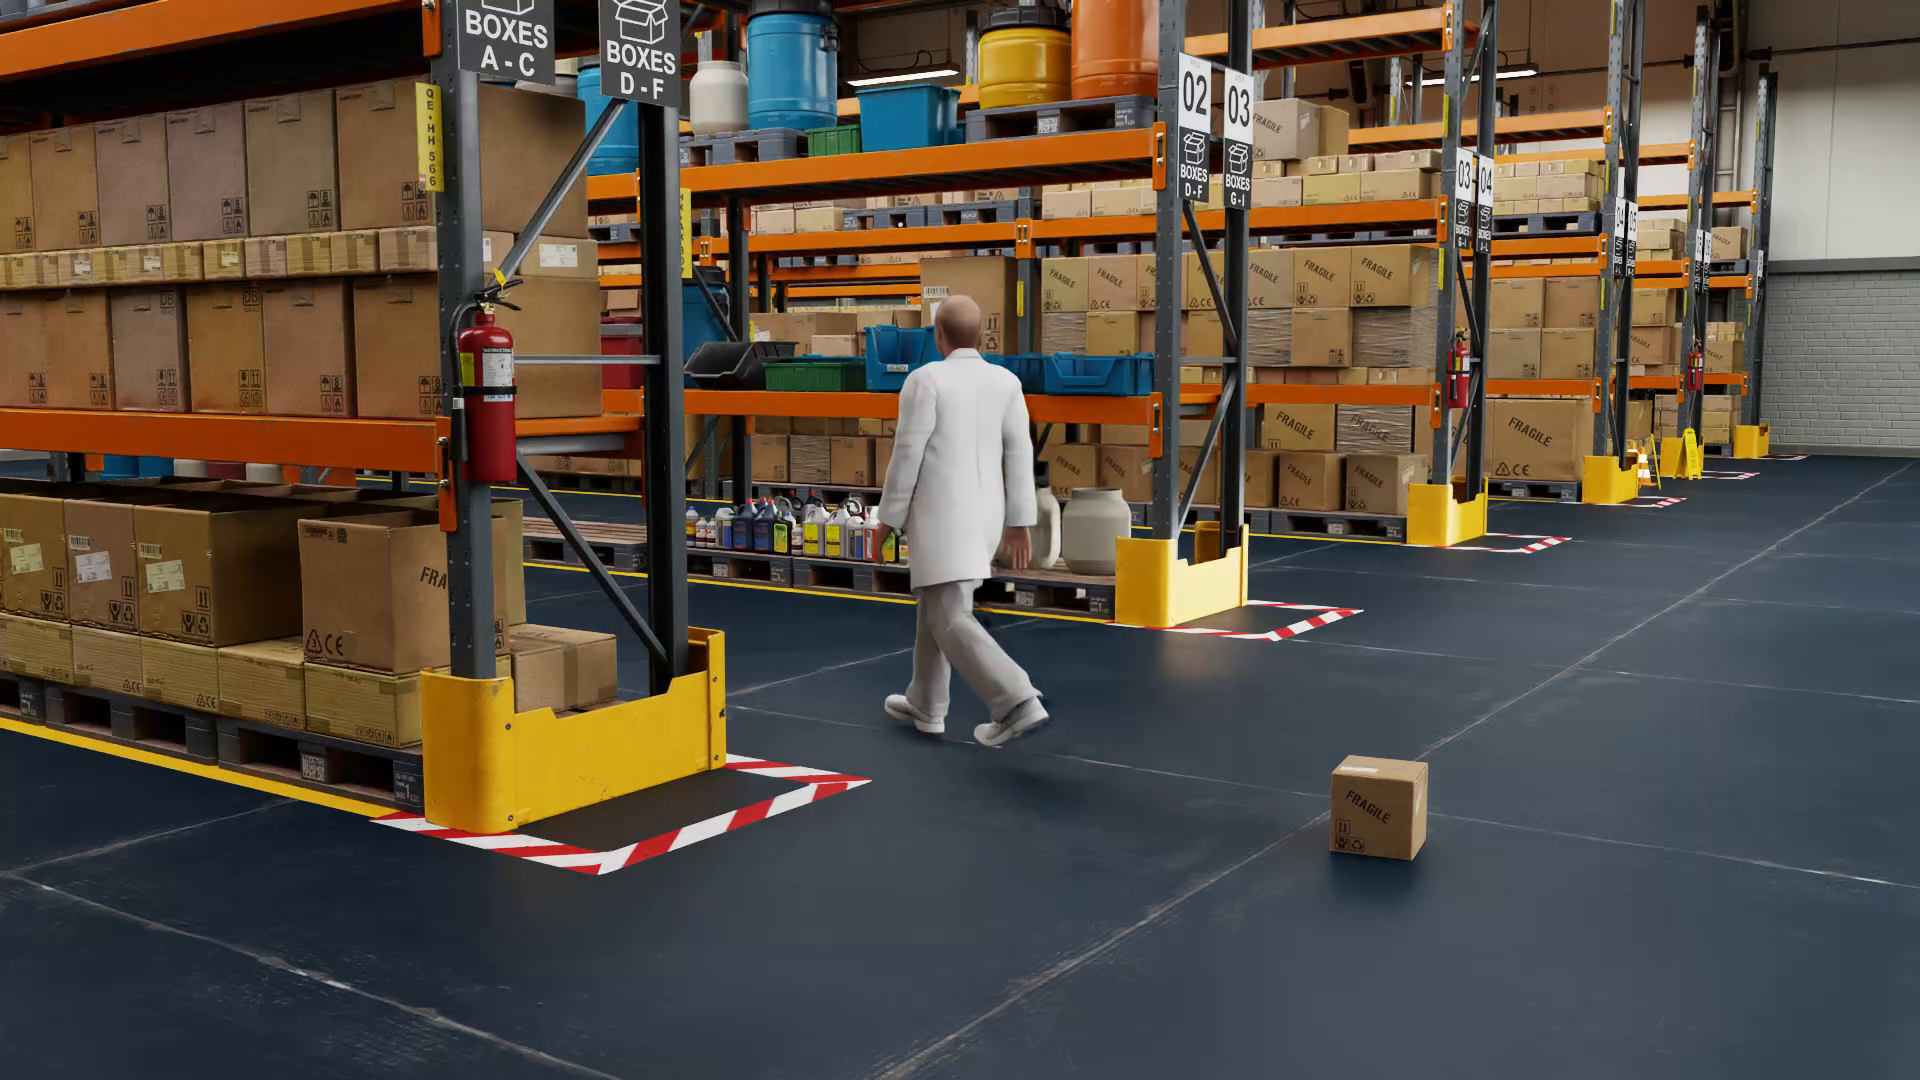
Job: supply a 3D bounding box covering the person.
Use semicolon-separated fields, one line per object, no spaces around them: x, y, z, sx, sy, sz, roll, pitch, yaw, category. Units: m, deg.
0.002;-0.067;6.381;0.583;1.733;1.110;-5;8;-41;person
